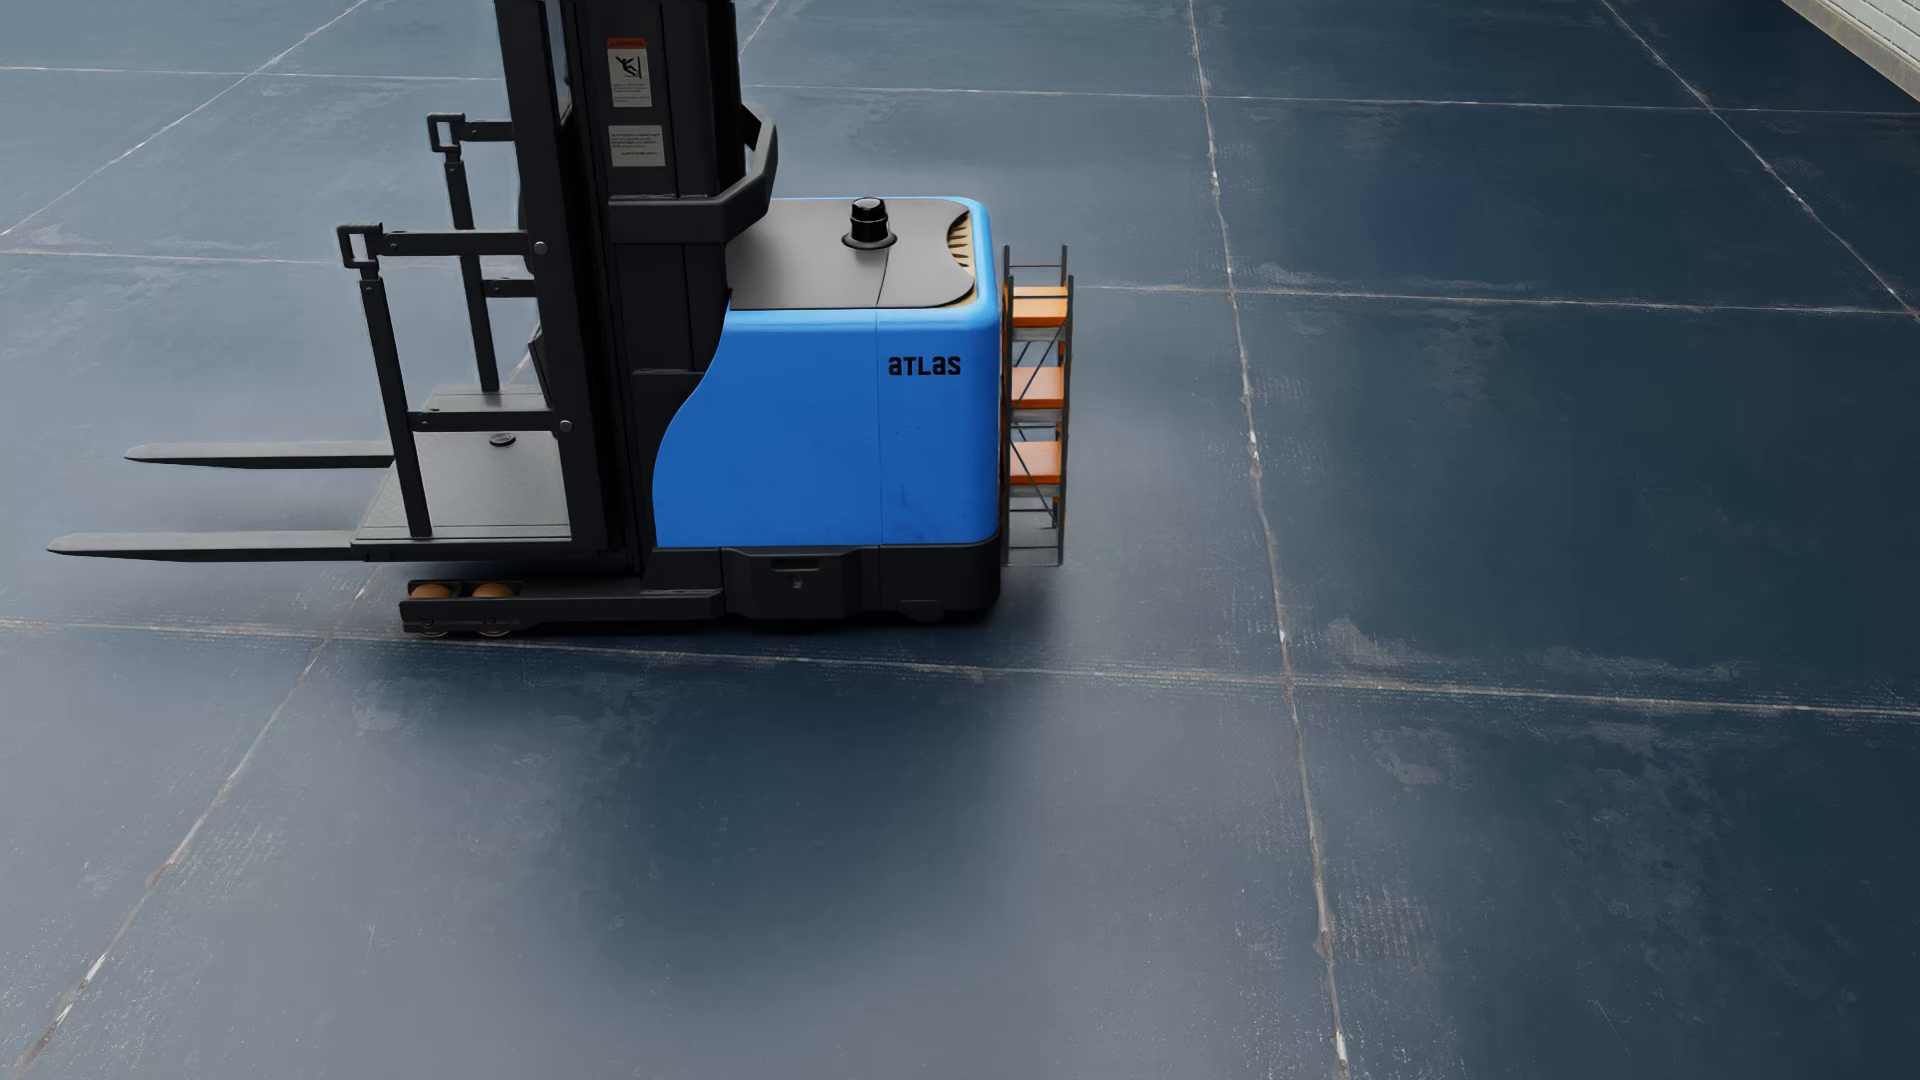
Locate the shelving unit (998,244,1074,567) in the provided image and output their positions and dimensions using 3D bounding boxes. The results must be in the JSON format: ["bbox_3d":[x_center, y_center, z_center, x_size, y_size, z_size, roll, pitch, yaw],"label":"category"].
[{"bbox_3d":[0.243,-0.423,5.435,0.215,1.050,0.252,-1,32,-1],"label":"shelving unit"}]

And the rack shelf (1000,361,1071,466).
[{"bbox_3d":[0.243,-0.414,5.441,0.215,0.259,0.240,-1,32,-1],"label":"rack shelf"}]

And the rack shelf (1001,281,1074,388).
[{"bbox_3d":[0.243,-0.655,5.292,0.215,0.259,0.240,-1,32,-1],"label":"rack shelf"}]

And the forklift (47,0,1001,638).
[{"bbox_3d":[-1.396,-1.222,4.939,3.031,2.935,1.130,-1,32,-1],"label":"forklift"}]

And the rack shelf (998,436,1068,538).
[{"bbox_3d":[0.242,-0.177,5.587,0.215,0.259,0.240,-1,32,-1],"label":"rack shelf"}]

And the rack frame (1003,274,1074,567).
[{"bbox_3d":[0.246,-0.359,5.332,0.200,1.050,0.008,-1,32,-1],"label":"rack frame"}]

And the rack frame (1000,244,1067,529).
[{"bbox_3d":[0.240,-0.487,5.539,0.200,1.050,0.008,-1,32,-1],"label":"rack frame"}]
